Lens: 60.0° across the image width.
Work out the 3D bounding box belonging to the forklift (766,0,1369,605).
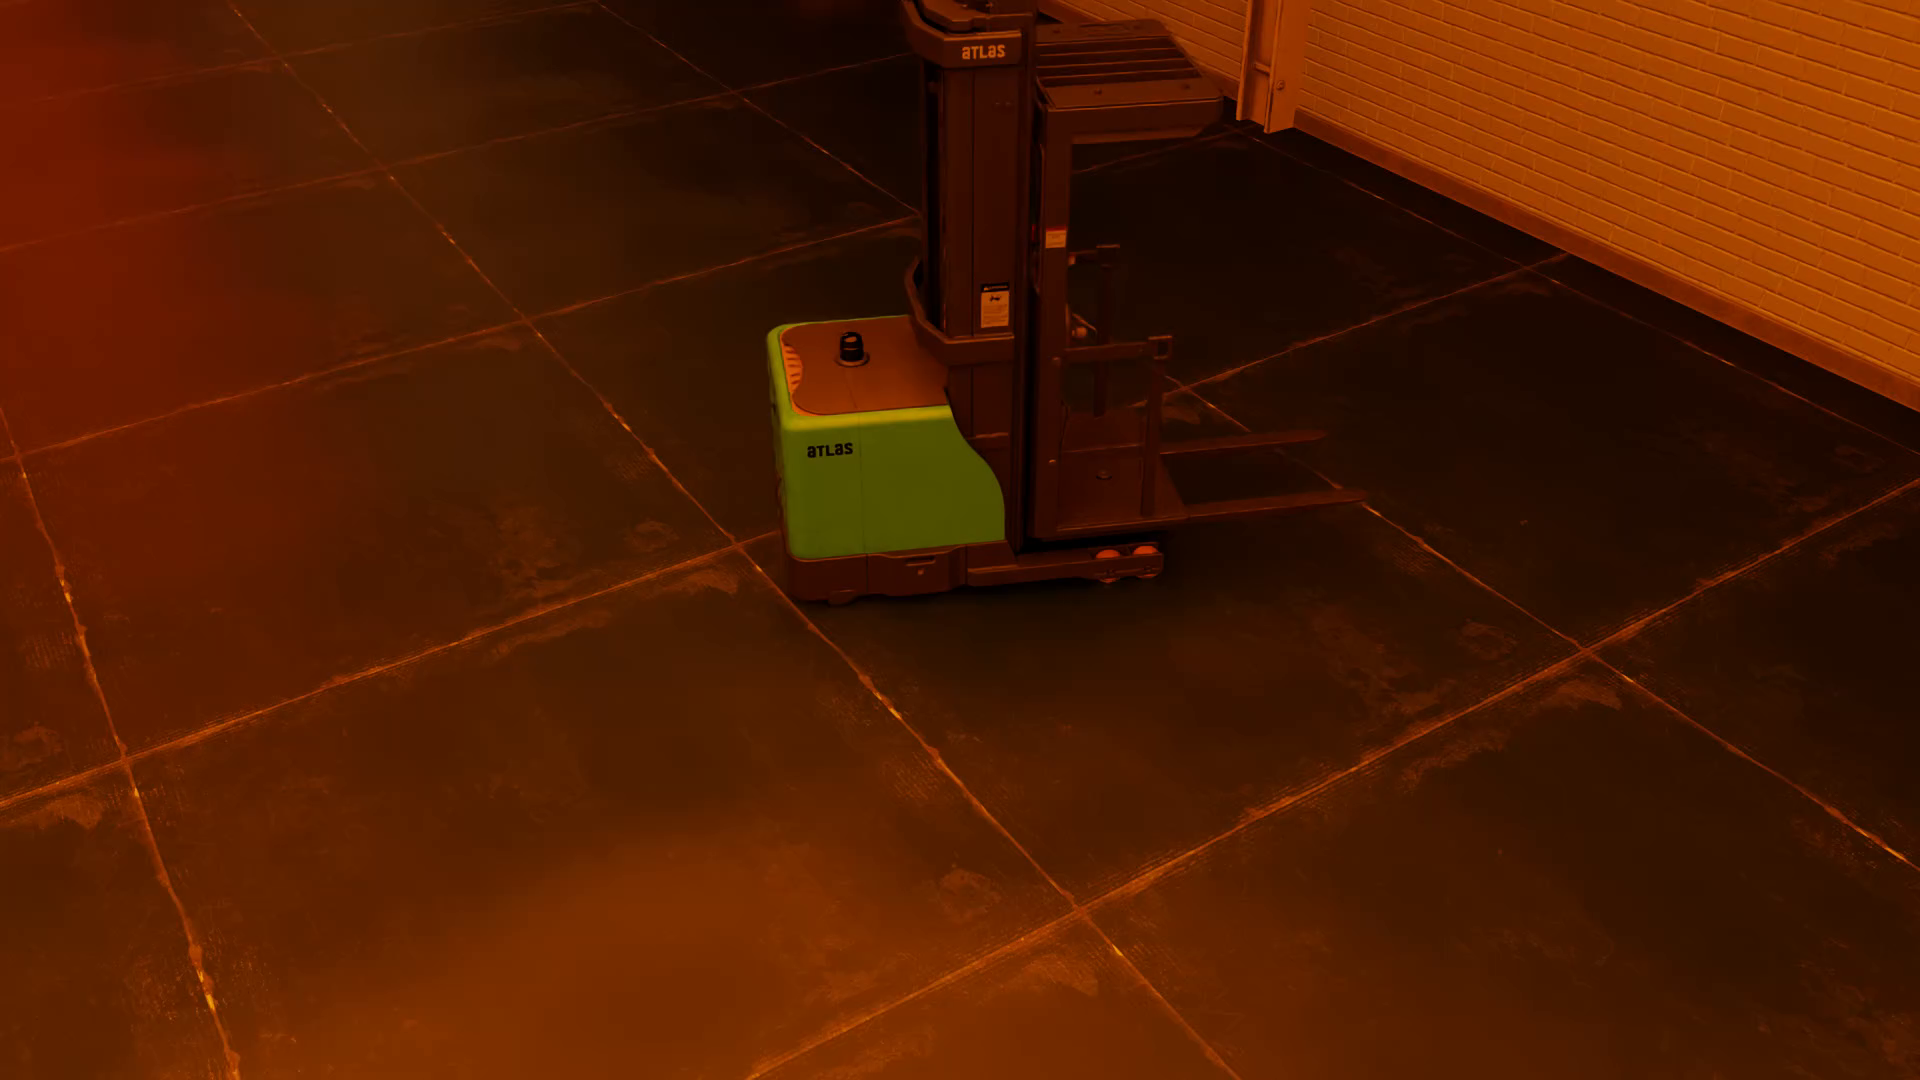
[{"bbox_3d":[0.578,-1.279,7.968,3.031,2.935,1.130,-6,35,-8],"label":"forklift"}]

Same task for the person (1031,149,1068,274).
[{"bbox_3d":[0.428,-2.639,10.884,0.566,1.786,0.638,-2,35,-3],"label":"person"}]
